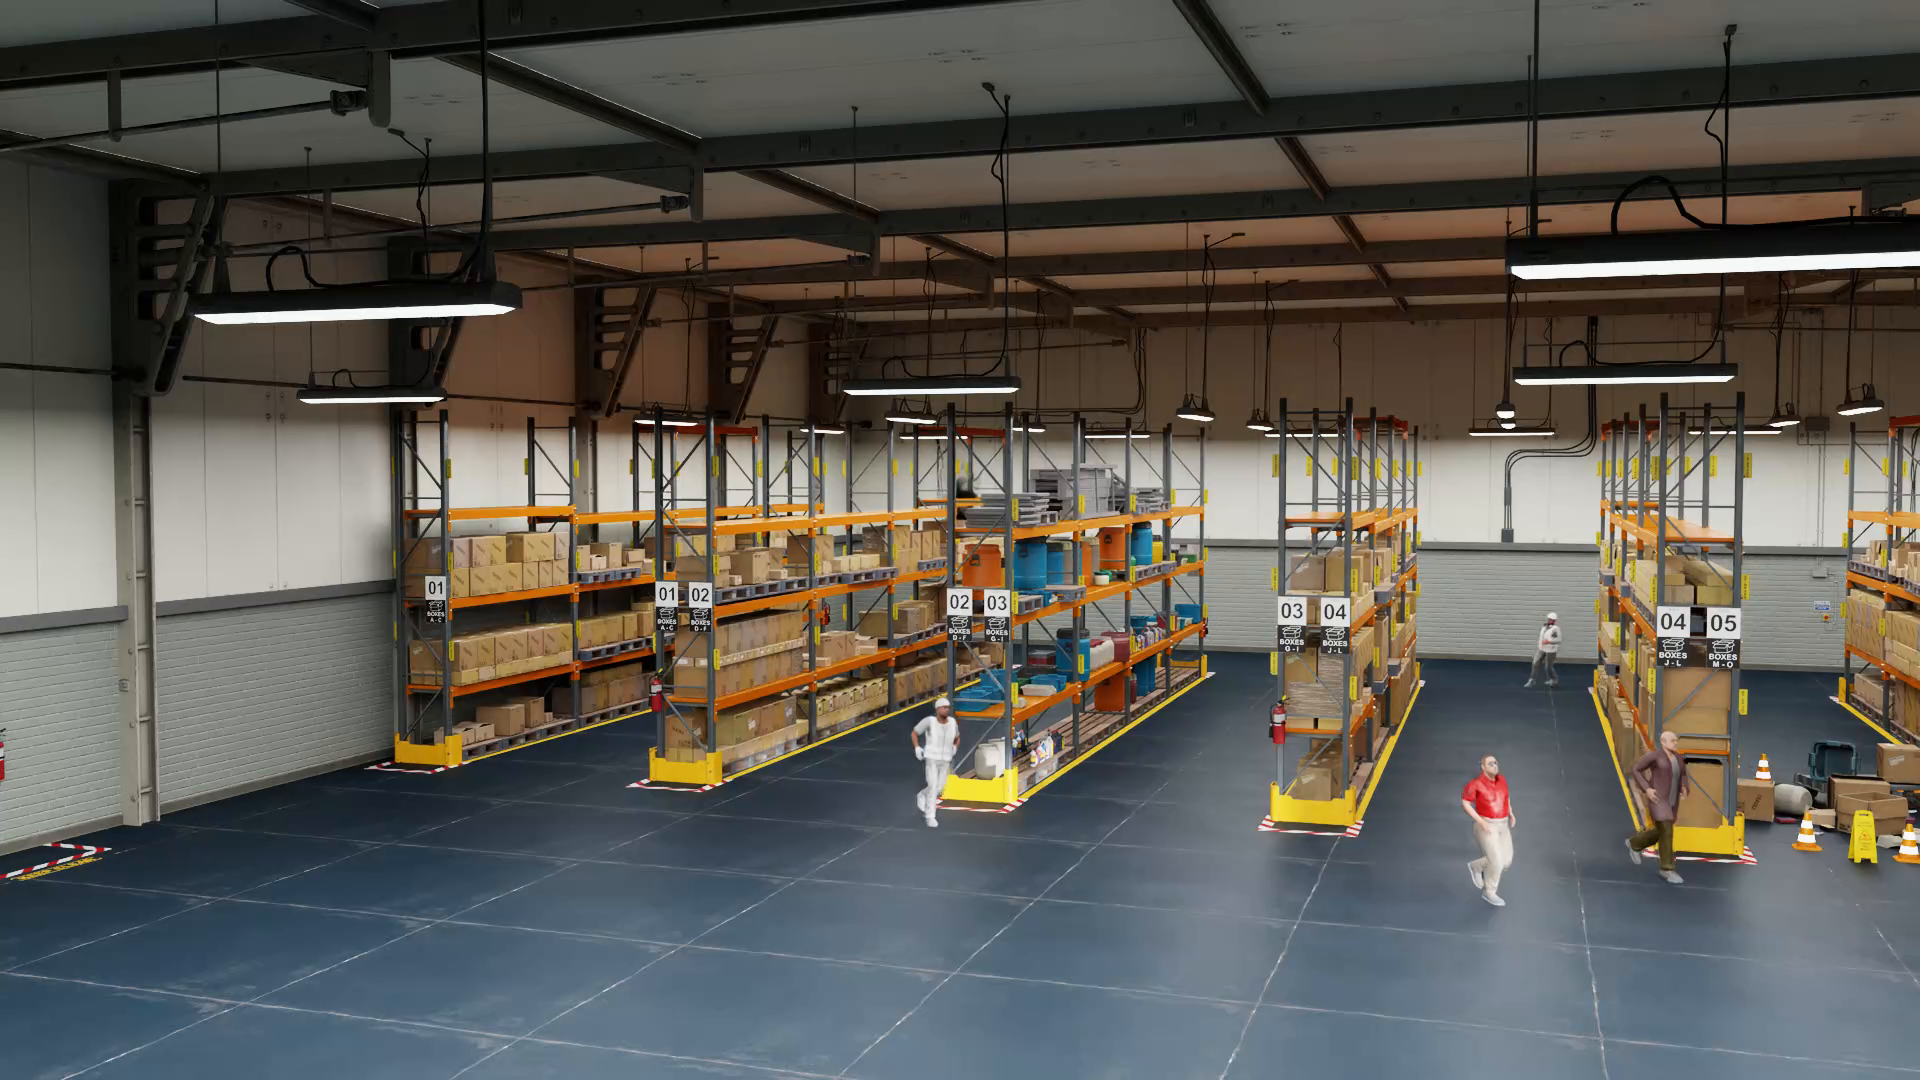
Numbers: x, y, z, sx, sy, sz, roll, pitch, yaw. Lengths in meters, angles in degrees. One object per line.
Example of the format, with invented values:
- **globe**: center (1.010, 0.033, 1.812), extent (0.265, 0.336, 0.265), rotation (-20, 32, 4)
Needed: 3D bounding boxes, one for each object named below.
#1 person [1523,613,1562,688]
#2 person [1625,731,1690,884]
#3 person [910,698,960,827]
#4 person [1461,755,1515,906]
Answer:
- **person**: center (13.397, 2.512, 37.837), extent (0.849, 1.741, 0.753), rotation (-1, 3, -27)
- **person**: center (8.660, 3.245, 20.543), extent (0.726, 1.787, 0.983), rotation (-1, 3, -25)
- **person**: center (-0.329, 3.128, 23.671), extent (0.731, 1.765, 0.847), rotation (-1, 3, -26)
- **person**: center (6.123, 3.369, 19.315), extent (0.658, 1.639, 0.612), rotation (-1, 3, -27)
